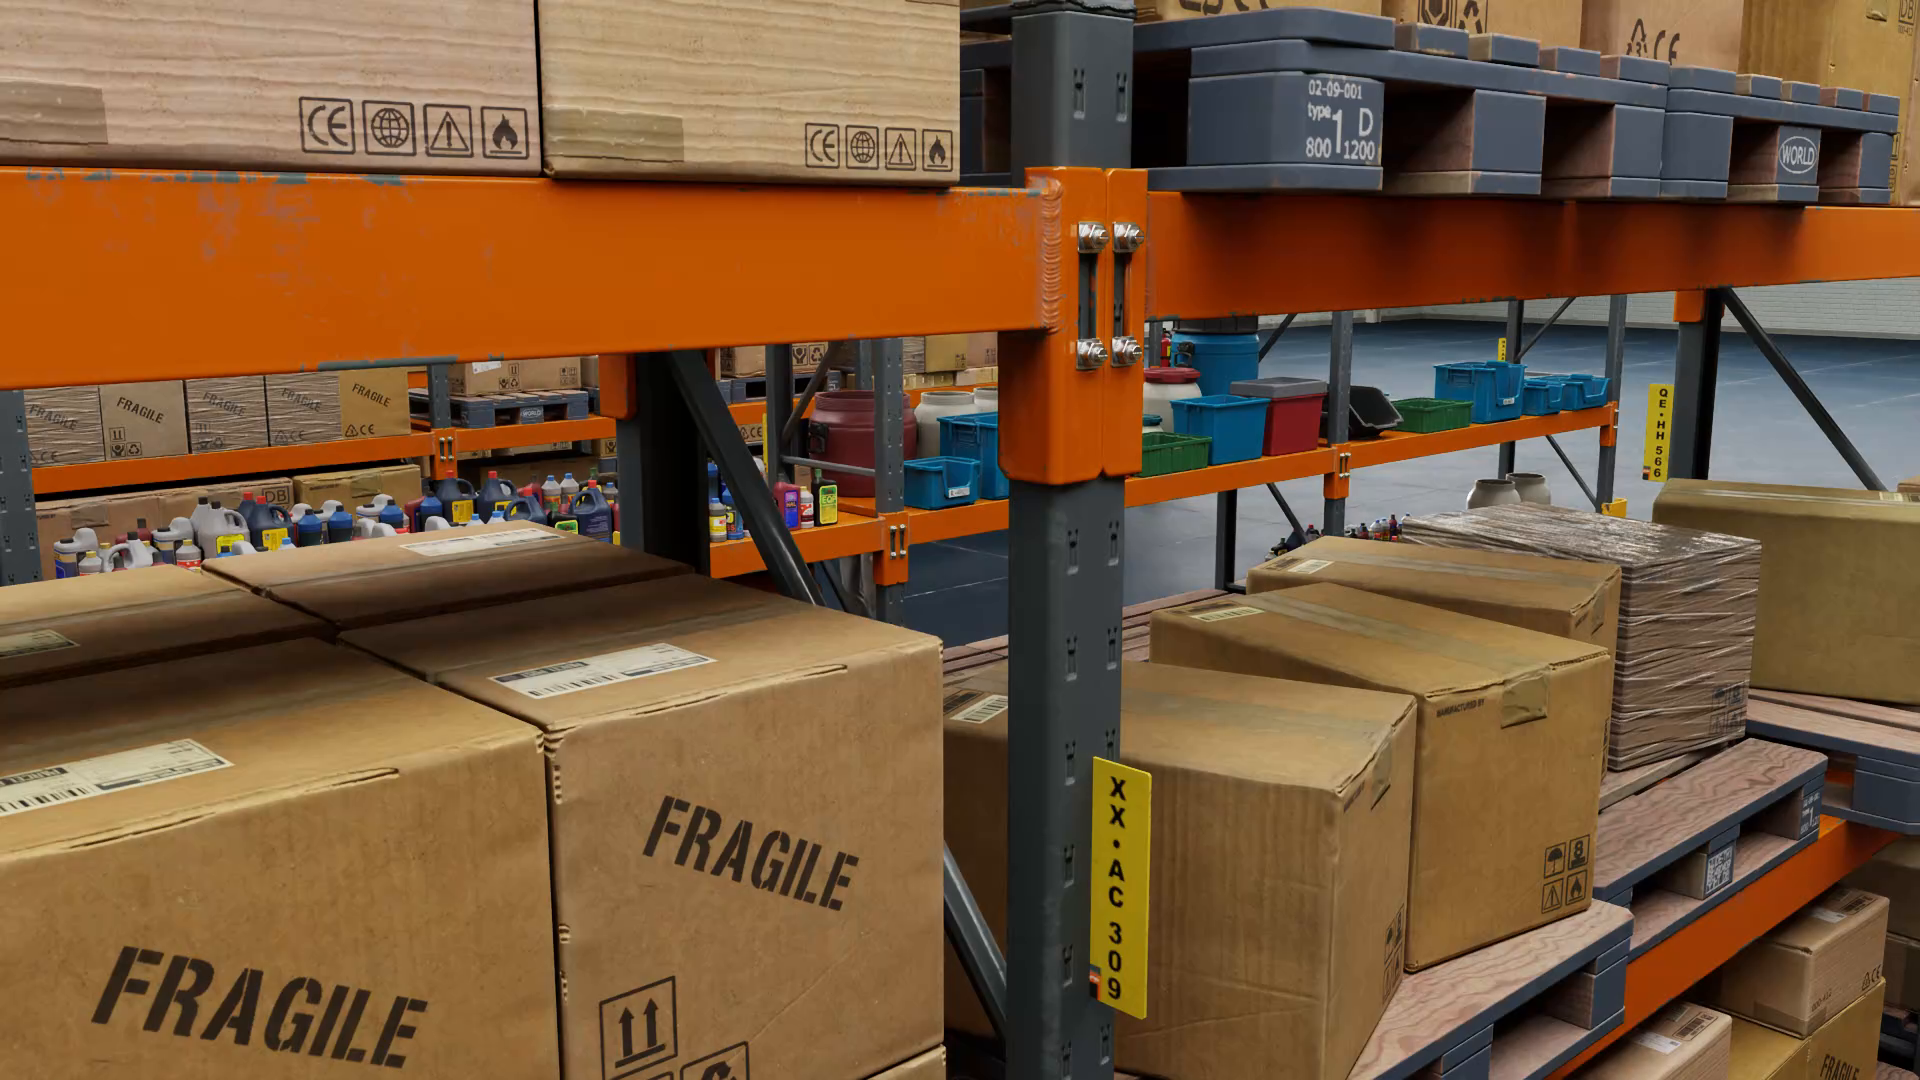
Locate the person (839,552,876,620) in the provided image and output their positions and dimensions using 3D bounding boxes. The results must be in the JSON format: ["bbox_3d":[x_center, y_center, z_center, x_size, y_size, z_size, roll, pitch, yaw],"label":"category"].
[{"bbox_3d":[-0.613,-0.030,10.616,0.322,1.670,0.469,-10,14,-42],"label":"person"}]
